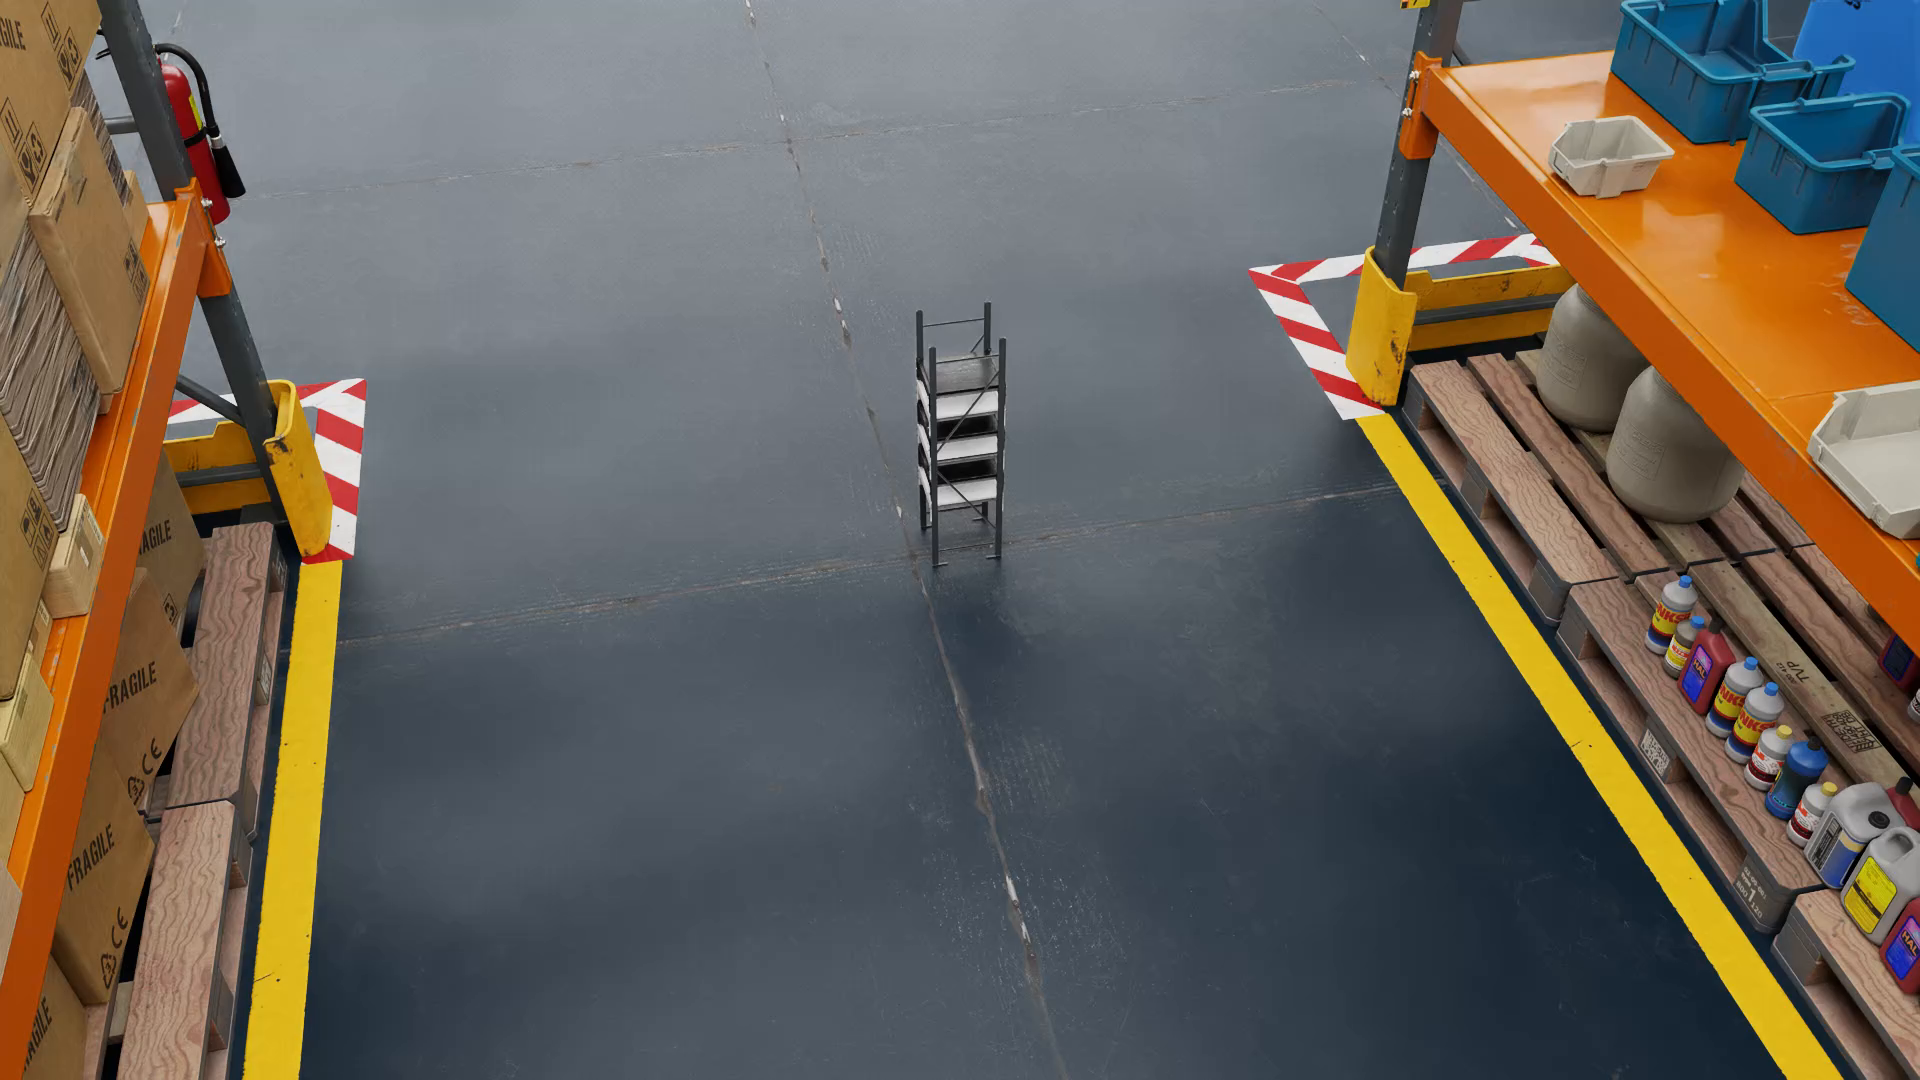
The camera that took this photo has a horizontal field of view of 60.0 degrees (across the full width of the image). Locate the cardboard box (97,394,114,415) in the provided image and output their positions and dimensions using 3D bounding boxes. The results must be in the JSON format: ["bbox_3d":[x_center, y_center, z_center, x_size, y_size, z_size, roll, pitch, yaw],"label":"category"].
[{"bbox_3d":[-2.331,-0.421,4.154,0.380,0.149,0.250,-8,42,-9],"label":"cardboard box"}]

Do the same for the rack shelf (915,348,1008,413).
[{"bbox_3d":[0.002,-0.508,5.288,0.258,0.077,0.200,-8,42,-9],"label":"rack shelf"}]

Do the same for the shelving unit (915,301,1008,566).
[{"bbox_3d":[0.002,-0.331,5.445,0.258,0.900,0.210,-8,42,-9],"label":"shelving unit"}]

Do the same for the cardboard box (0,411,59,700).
[{"bbox_3d":[-2.311,0.024,3.164,0.875,0.500,0.500,-8,42,-9],"label":"cardboard box"}]

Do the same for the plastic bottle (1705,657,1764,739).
[{"bbox_3d":[2.207,0.437,4.722,0.097,0.271,0.097,0,42,0],"label":"plastic bottle"}]

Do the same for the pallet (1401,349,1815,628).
[{"bbox_3d":[2.278,-0.248,5.870,1.003,0.211,1.213,-8,42,-9],"label":"pallet"}]

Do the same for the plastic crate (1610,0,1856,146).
[{"bbox_3d":[2.446,-1.523,5.319,0.499,0.251,0.616,-8,42,-9],"label":"plastic crate"}]

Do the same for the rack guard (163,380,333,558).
[{"bbox_3d":[-2.774,-0.167,5.561,1.175,0.500,0.348,-8,42,-9],"label":"rack guard"}]

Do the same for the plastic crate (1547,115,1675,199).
[{"bbox_3d":[1.925,-1.136,4.969,0.298,0.136,0.250,-8,42,-9],"label":"plastic crate"}]

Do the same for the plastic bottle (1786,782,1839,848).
[{"bbox_3d":[2.294,0.726,4.449,0.097,0.201,0.097,0,42,0],"label":"plastic bottle"}]

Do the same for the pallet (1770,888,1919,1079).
[{"bbox_3d":[2.805,1.334,4.088,1.003,0.211,1.213,-8,42,-9],"label":"pallet"}]

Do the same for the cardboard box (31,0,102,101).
[{"bbox_3d":[-2.430,-1.352,3.961,0.500,0.500,0.500,-8,42,-9],"label":"cardboard box"}]

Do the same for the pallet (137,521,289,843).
[{"bbox_3d":[-2.633,0.473,5.058,1.003,0.211,1.213,-8,42,-9],"label":"pallet"}]

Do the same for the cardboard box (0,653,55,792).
[{"bbox_3d":[-2.016,0.383,3.248,0.380,0.149,0.250,-8,42,-9],"label":"cardboard box"}]

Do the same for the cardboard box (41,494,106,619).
[{"bbox_3d":[-2.101,0.056,3.617,0.380,0.149,0.250,-8,42,-9],"label":"cardboard box"}]

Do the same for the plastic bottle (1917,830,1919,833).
[{"bbox_3d":[2.472,0.842,4.256,0.061,0.283,0.133,-8,42,-9],"label":"plastic bottle"}]

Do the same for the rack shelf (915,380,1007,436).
[{"bbox_3d":[0.002,-0.441,5.348,0.258,0.077,0.200,-8,42,-9],"label":"rack shelf"}]

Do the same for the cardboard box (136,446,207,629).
[{"bbox_3d":[-2.672,0.034,5.019,0.500,0.500,0.500,-1,42,-1],"label":"cardboard box"}]

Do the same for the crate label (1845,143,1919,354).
[{"bbox_3d":[2.707,-0.719,4.274,0.502,0.435,0.616,-8,42,-9],"label":"crate label"}]

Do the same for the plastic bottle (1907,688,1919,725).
[{"bbox_3d":[2.810,0.436,4.775,0.097,0.201,0.097,0,42,0],"label":"plastic bottle"}]

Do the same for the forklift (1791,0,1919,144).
[{"bbox_3d":[4.558,-1.974,5.765,1.130,2.935,3.031,-12,43,-13],"label":"forklift"}]

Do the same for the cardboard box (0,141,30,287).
[{"bbox_3d":[-2.211,-0.705,3.232,0.500,0.500,0.500,-8,42,-9],"label":"cardboard box"}]

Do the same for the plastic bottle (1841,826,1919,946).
[{"bbox_3d":[2.378,0.849,4.199,0.144,0.351,0.185,-9,42,-10],"label":"plastic bottle"}]

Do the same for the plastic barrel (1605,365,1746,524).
[{"bbox_3d":[2.371,-0.347,5.439,0.421,0.512,0.421,0,42,0],"label":"plastic barrel"}]

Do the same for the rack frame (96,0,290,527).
[{"bbox_3d":[-2.790,-1.151,4.787,1.000,3.000,0.127,-8,42,-9],"label":"rack frame"}]

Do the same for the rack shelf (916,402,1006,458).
[{"bbox_3d":[0.002,-0.374,5.408,0.258,0.077,0.200,-8,42,-9],"label":"rack shelf"}]

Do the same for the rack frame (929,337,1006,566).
[{"bbox_3d":[0.024,-0.265,5.371,0.240,0.900,0.006,-8,42,-9],"label":"rack frame"}]

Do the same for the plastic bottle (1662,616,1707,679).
[{"bbox_3d":[2.155,0.308,4.919,0.097,0.201,0.097,0,42,0],"label":"plastic bottle"}]

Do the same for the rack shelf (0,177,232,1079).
[{"bbox_3d":[-2.359,0.415,3.565,1.077,0.370,4.000,-8,42,-9],"label":"rack shelf"}]

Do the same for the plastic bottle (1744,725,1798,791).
[{"bbox_3d":[2.250,0.593,4.599,0.097,0.201,0.097,0,42,0],"label":"plastic bottle"}]

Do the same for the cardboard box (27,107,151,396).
[{"bbox_3d":[-2.473,-0.632,3.903,0.875,0.500,0.500,-8,42,-9],"label":"cardboard box"}]

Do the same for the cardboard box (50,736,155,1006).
[{"bbox_3d":[-2.393,0.825,4.127,0.500,0.500,0.500,-5,42,-5],"label":"cardboard box"}]

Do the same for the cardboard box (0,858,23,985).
[{"bbox_3d":[-1.879,0.703,2.888,0.380,0.149,0.250,-8,42,-9],"label":"cardboard box"}]
